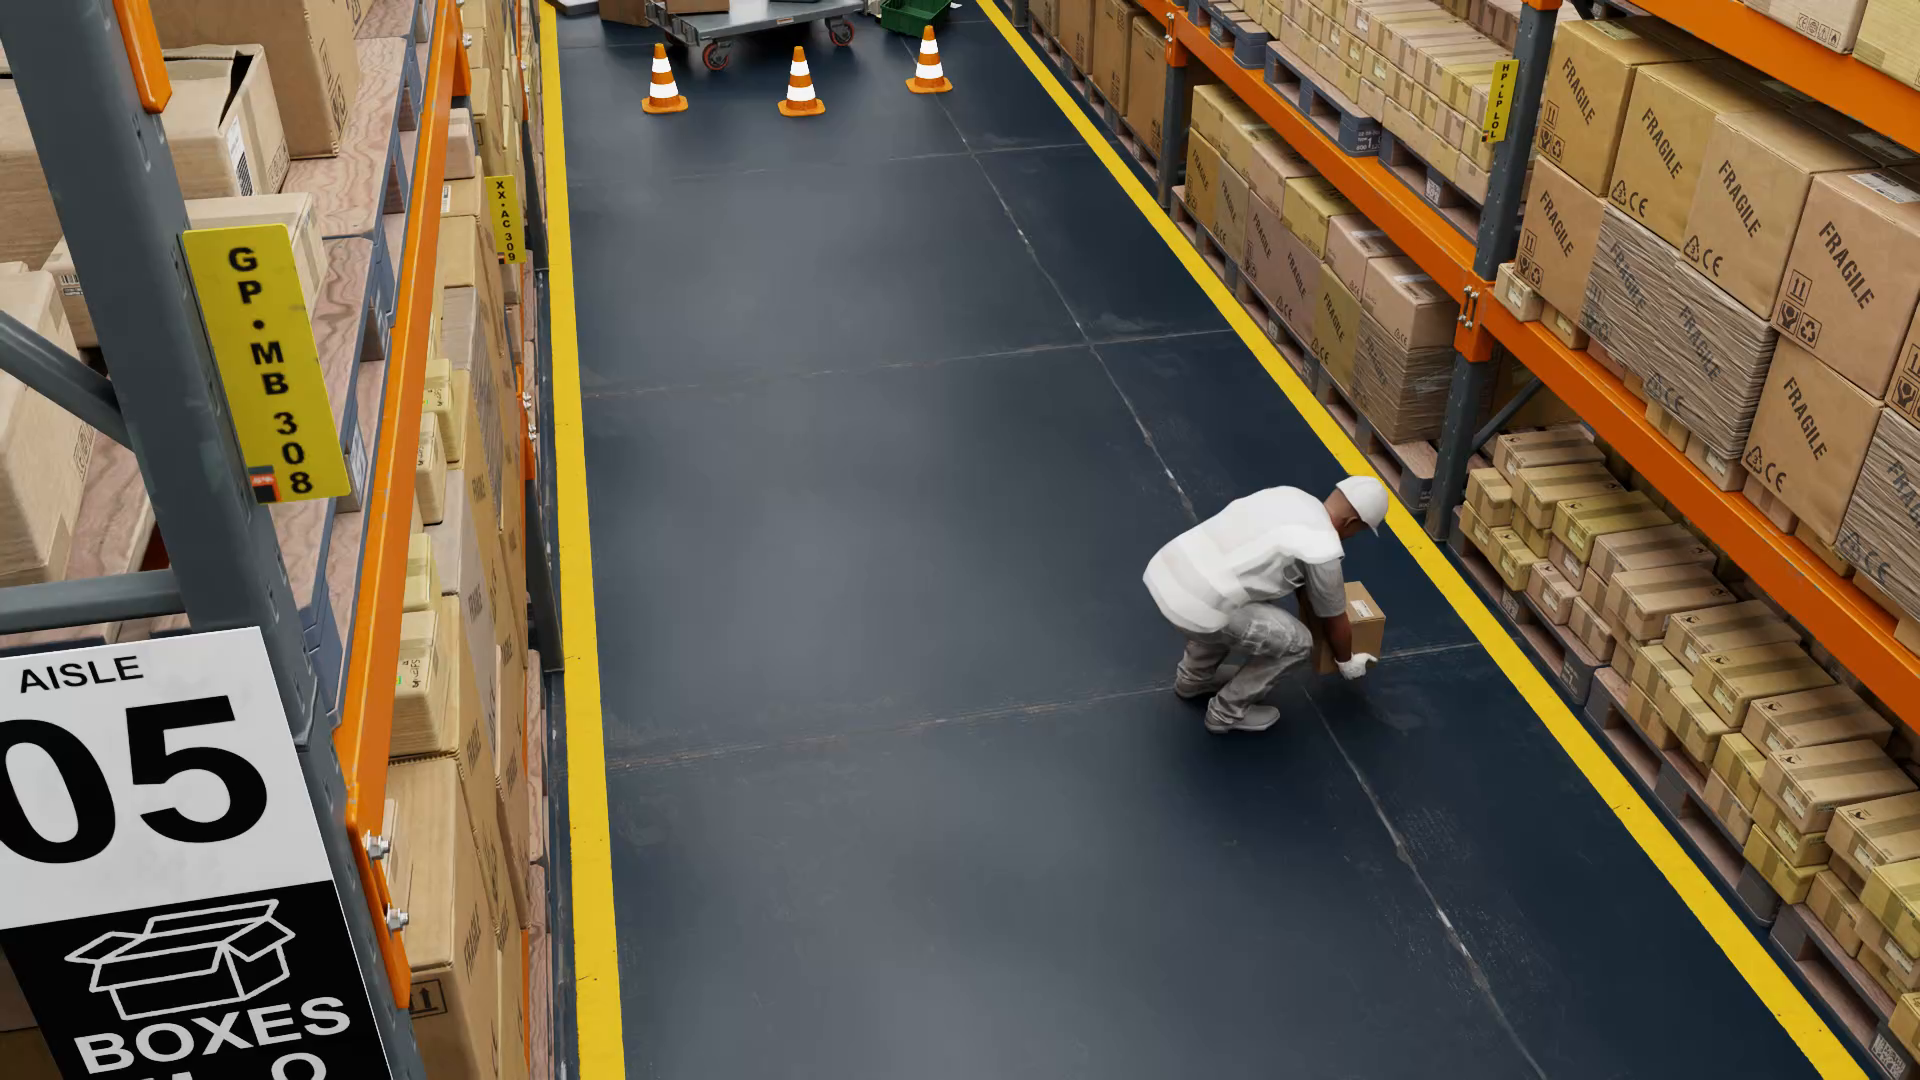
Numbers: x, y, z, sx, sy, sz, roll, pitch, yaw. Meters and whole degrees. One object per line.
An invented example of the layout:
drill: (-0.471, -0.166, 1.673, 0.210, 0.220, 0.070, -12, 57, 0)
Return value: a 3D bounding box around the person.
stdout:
person: (1.178, 0.236, 6.483, 0.946, 0.995, 0.543, -8, 35, -12)
